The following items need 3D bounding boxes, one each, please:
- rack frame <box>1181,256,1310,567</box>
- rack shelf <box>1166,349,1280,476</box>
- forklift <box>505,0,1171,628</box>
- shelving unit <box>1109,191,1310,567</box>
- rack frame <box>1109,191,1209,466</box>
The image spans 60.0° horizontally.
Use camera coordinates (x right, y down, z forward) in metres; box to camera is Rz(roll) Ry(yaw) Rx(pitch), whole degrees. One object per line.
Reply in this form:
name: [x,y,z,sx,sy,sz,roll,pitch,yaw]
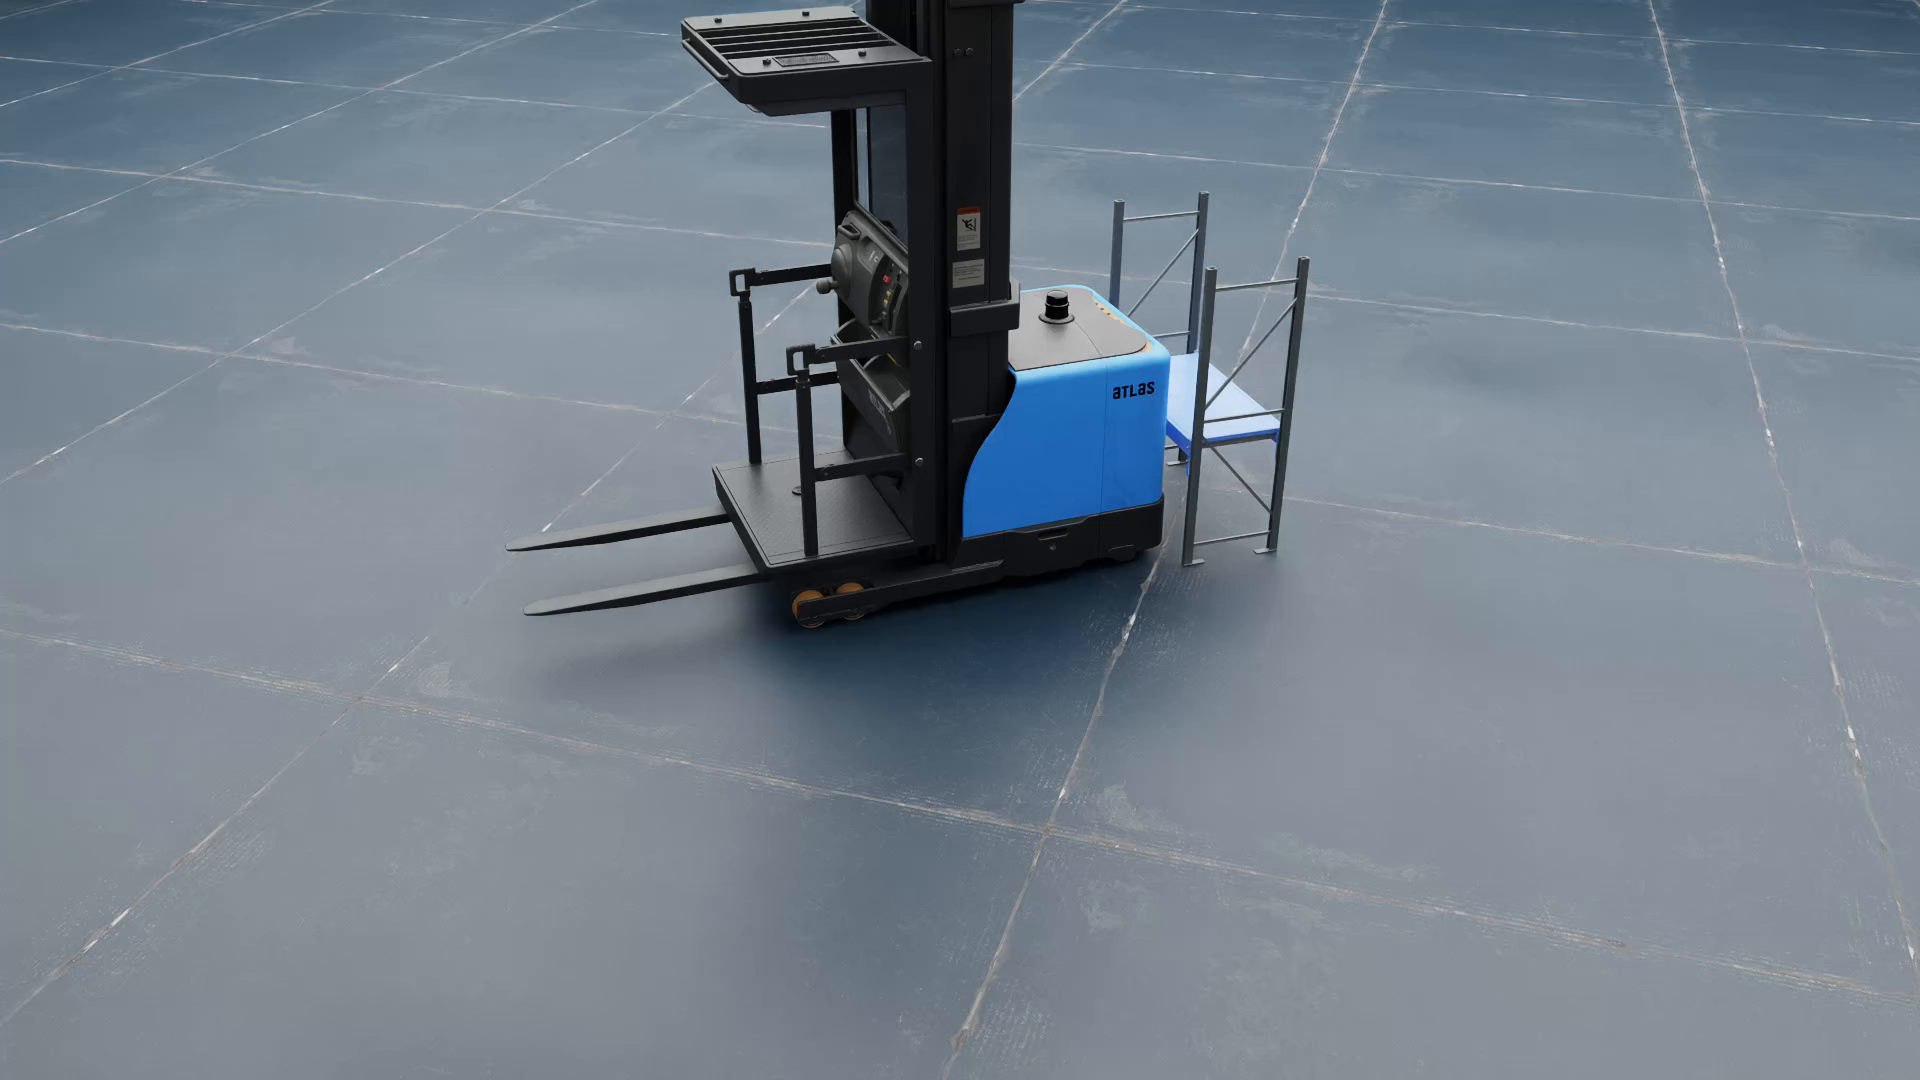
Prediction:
rack frame: [1.316,-0.572,7.732,0.500,1.500,0.032,-9,30,-16]
rack shelf: [1.153,-0.649,8.240,0.538,0.185,1.000,-9,30,-16]
forklift: [-0.588,-1.173,7.344,3.031,2.935,1.130,-10,31,-18]
shelving unit: [1.155,-0.806,8.153,0.538,1.500,1.048,-9,30,-16]
rack frame: [0.993,-1.041,8.574,0.500,1.500,0.032,-9,30,-16]
